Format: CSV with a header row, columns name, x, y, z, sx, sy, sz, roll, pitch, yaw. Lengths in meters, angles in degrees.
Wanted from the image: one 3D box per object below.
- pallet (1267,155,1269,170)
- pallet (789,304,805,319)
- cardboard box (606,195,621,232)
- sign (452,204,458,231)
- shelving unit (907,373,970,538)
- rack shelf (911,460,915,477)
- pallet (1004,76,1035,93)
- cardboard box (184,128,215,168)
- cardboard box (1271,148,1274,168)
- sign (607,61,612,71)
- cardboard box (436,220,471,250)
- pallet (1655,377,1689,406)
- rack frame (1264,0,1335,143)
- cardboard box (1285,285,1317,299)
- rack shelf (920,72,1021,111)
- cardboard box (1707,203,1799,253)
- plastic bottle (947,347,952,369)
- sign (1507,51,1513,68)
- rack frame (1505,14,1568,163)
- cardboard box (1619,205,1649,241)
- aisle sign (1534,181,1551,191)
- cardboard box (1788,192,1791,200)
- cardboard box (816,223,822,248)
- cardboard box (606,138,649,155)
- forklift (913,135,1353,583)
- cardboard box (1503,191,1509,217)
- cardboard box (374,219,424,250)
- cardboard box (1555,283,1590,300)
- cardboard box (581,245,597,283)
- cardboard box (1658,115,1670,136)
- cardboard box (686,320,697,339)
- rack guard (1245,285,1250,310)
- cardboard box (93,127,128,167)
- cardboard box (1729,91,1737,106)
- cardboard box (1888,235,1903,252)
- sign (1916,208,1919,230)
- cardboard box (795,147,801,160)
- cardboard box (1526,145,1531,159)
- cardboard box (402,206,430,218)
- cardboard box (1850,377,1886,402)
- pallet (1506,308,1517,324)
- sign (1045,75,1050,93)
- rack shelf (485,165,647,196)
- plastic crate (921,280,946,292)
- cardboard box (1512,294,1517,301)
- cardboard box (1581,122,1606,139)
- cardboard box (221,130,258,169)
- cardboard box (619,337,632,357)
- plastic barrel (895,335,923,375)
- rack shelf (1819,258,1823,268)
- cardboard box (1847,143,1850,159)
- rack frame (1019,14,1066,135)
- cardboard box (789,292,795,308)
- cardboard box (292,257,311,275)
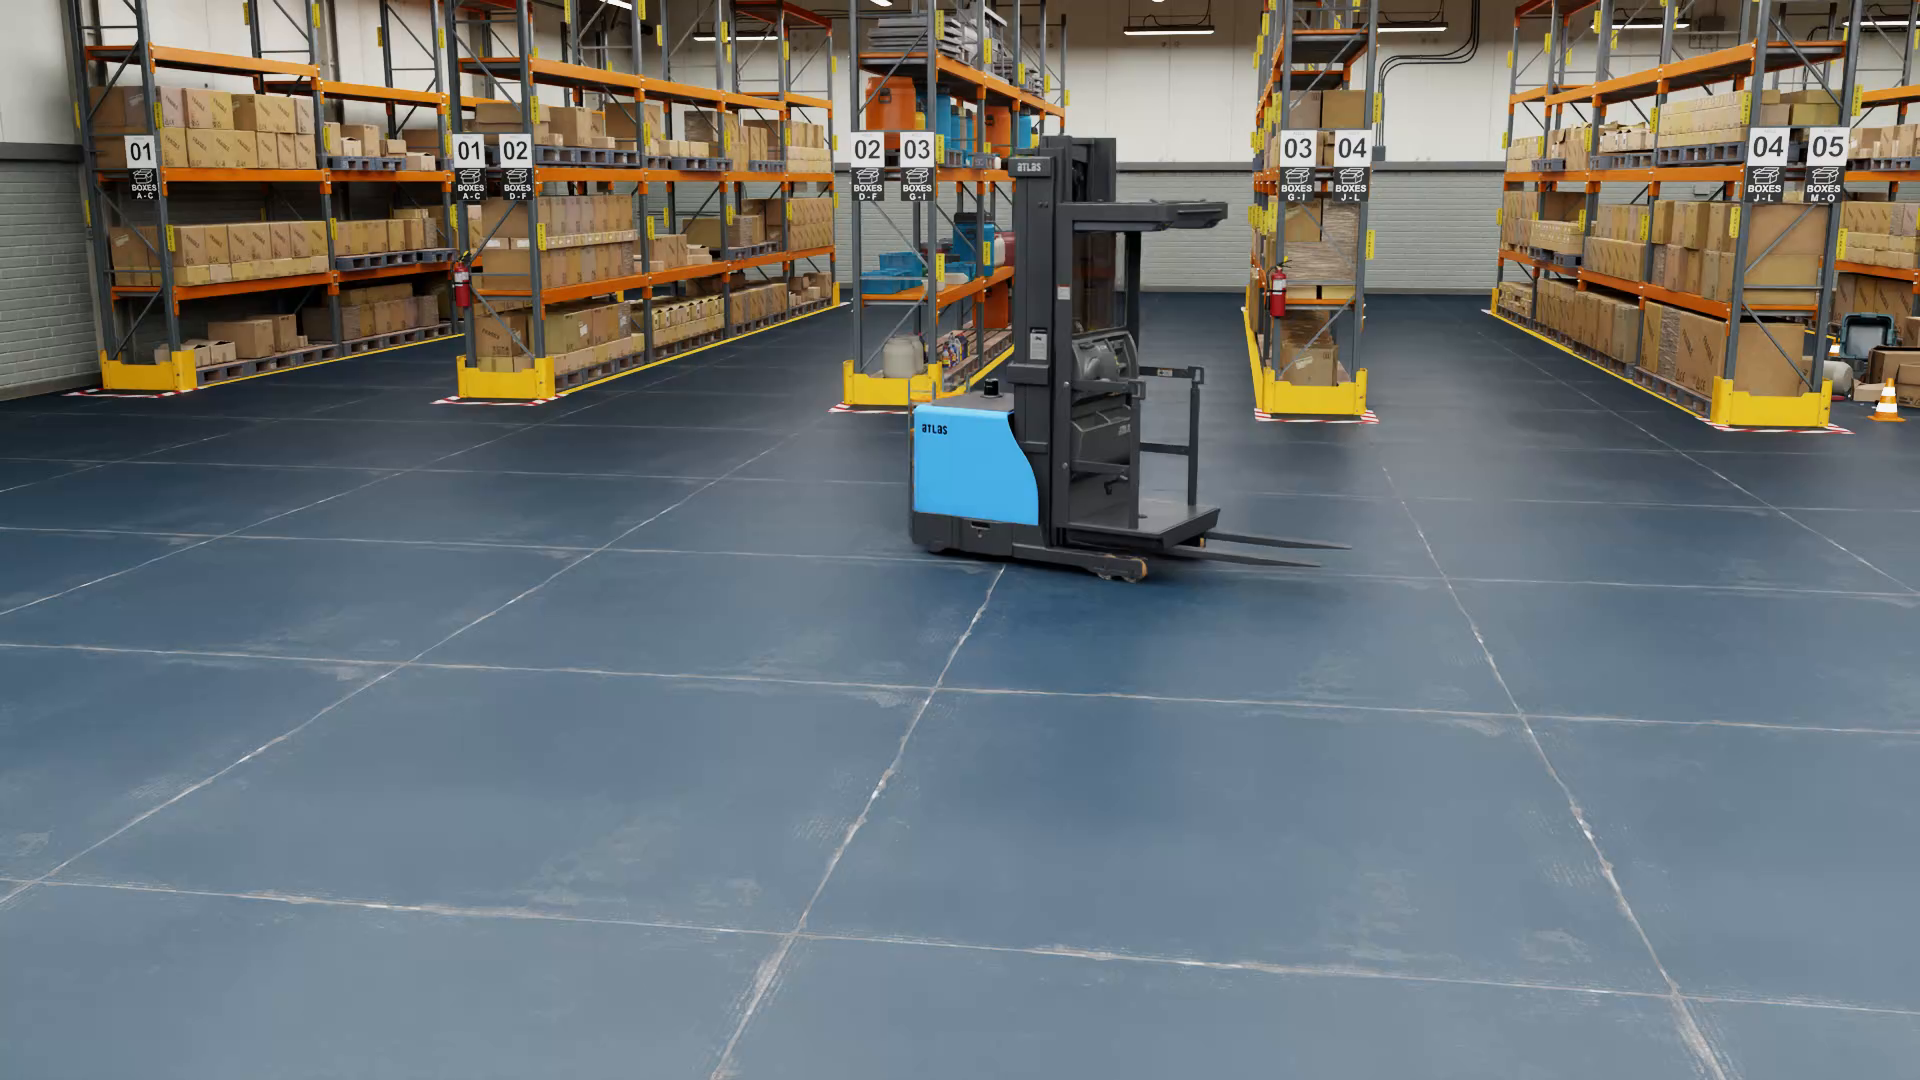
name,x,y,z,sx,sy,sz,roll,pitch,yaw
pallet,5.088,-5.498,24.210,1.213,0.211,1.003,2,12,9
pallet,-3.720,-4.549,33.101,1.003,0.211,1.213,2,12,9
cardboard box,-5.195,-4.589,23.351,0.700,0.500,0.500,2,12,9
sign,-6.206,-3.974,20.501,0.100,0.325,0.005,2,12,9
shelving unit,-0.159,-0.636,12.598,0.258,1.200,0.503,7,14,30
rack shelf,-0.159,-0.571,12.612,0.258,0.148,0.480,7,14,30
pallet,0.594,-7.569,27.654,1.213,0.211,1.003,2,12,9
cardboard box,-10.151,-5.128,21.764,0.500,0.500,0.500,3,12,12
cardboard box,4.246,-4.876,21.237,0.500,0.250,0.500,1,12,6
sign,-7.572,-10.169,35.914,0.100,0.325,0.005,2,12,9
cardboard box,-9.009,-5.393,29.408,0.500,0.500,0.500,2,12,10
pallet,9.237,-1.827,20.469,1.003,0.211,1.213,2,12,9
rack frame,5.346,-7.547,26.155,1.000,3.000,0.127,2,12,9
cardboard box,3.956,-2.893,19.392,0.380,0.149,0.250,2,12,9
rack shelf,0.145,-6.744,25.086,1.077,0.370,4.000,2,12,9
cardboard box,9.090,-3.562,18.984,0.875,0.550,0.550,2,12,9
plastic bottle,-0.138,-2.411,21.964,0.061,0.283,0.133,2,12,10
sign,10.926,-9.544,33.014,0.100,0.325,0.005,2,12,9
rack frame,11.462,-9.031,33.039,1.000,3.000,0.127,2,12,9
cardboard box,9.921,-4.559,23.917,0.700,0.500,0.500,2,12,8
aisle sign,11.770,-7.375,33.423,0.394,0.787,0.004,2,12,9
cardboard box,15.827,-6.479,31.288,0.380,0.149,0.250,2,12,9
cardboard box,-3.169,-6.337,34.540,0.500,0.500,0.500,2,12,9
cardboard box,-4.952,-5.830,24.665,0.500,0.250,0.500,3,13,15
forklift,1.186,-1.274,11.447,3.031,2.935,1.130,7,14,30
cardboard box,11.131,-6.697,33.130,0.500,0.500,0.500,2,12,8
cardboard box,-9.458,-5.145,27.965,0.700,0.500,0.500,1,12,3
cardboard box,10.239,-4.145,27.762,0.500,0.250,0.500,2,12,10
cardboard box,-5.352,-3.739,22.487,0.700,0.500,0.500,2,12,10
cardboard box,9.265,-5.300,21.263,0.500,0.250,0.500,2,12,9
cardboard box,-4.514,-3.361,26.499,0.500,0.250,0.500,2,12,10
rack guard,6.581,-5.063,34.801,1.175,0.500,0.348,2,12,9
cardboard box,-10.753,-5.051,21.406,0.500,0.500,0.500,3,12,13
cardboard box,8.758,-4.888,18.405,0.380,0.149,0.250,2,12,9
cardboard box,15.037,-4.681,26.262,0.500,0.250,0.500,2,12,7
sign,14.590,-4.877,25.255,0.100,0.325,0.005,2,12,9
cardboard box,-3.431,-7.604,32.706,0.500,0.250,0.500,2,12,9
cardboard box,10.834,-7.224,30.944,0.500,0.250,0.500,2,12,11
cardboard box,-9.523,-5.770,29.375,0.500,0.250,0.500,2,12,10
cardboard box,11.172,-1.846,20.431,0.396,0.266,0.258,4,13,18
pallet,11.101,-4.298,31.937,1.003,0.211,1.213,2,12,9
sign,1.611,-8.420,30.701,0.100,0.325,0.005,2,12,9
rack shelf,-5.364,-4.802,22.244,1.077,0.370,4.000,2,12,9
plastic crate,-0.322,-3.157,20.648,0.298,0.136,0.250,2,12,9
cardboard box,10.986,-4.738,32.420,0.380,0.149,0.250,1,12,6
cardboard box,10.101,-6.522,26.464,0.396,0.266,0.258,2,12,9
cardboard box,-10.013,-5.349,22.787,0.500,0.500,0.500,3,12,12
cardboard box,-4.999,-2.758,23.699,0.500,0.250,0.500,2,12,9
plastic barrel,-0.675,-2.343,21.153,0.421,0.512,0.421,0,12,0
rack shelf,16.061,-5.191,31.168,1.077,0.370,4.000,2,12,9
cardboard box,15.331,-6.640,28.384,0.396,0.266,0.258,2,12,8
rack frame,1.683,-9.373,34.627,1.000,3.000,0.127,2,12,9
cardboard box,-3.548,-4.750,32.753,0.500,0.311,0.500,2,12,9
cardboard box,-9.810,-3.988,24.188,0.500,0.250,0.500,2,12,9
